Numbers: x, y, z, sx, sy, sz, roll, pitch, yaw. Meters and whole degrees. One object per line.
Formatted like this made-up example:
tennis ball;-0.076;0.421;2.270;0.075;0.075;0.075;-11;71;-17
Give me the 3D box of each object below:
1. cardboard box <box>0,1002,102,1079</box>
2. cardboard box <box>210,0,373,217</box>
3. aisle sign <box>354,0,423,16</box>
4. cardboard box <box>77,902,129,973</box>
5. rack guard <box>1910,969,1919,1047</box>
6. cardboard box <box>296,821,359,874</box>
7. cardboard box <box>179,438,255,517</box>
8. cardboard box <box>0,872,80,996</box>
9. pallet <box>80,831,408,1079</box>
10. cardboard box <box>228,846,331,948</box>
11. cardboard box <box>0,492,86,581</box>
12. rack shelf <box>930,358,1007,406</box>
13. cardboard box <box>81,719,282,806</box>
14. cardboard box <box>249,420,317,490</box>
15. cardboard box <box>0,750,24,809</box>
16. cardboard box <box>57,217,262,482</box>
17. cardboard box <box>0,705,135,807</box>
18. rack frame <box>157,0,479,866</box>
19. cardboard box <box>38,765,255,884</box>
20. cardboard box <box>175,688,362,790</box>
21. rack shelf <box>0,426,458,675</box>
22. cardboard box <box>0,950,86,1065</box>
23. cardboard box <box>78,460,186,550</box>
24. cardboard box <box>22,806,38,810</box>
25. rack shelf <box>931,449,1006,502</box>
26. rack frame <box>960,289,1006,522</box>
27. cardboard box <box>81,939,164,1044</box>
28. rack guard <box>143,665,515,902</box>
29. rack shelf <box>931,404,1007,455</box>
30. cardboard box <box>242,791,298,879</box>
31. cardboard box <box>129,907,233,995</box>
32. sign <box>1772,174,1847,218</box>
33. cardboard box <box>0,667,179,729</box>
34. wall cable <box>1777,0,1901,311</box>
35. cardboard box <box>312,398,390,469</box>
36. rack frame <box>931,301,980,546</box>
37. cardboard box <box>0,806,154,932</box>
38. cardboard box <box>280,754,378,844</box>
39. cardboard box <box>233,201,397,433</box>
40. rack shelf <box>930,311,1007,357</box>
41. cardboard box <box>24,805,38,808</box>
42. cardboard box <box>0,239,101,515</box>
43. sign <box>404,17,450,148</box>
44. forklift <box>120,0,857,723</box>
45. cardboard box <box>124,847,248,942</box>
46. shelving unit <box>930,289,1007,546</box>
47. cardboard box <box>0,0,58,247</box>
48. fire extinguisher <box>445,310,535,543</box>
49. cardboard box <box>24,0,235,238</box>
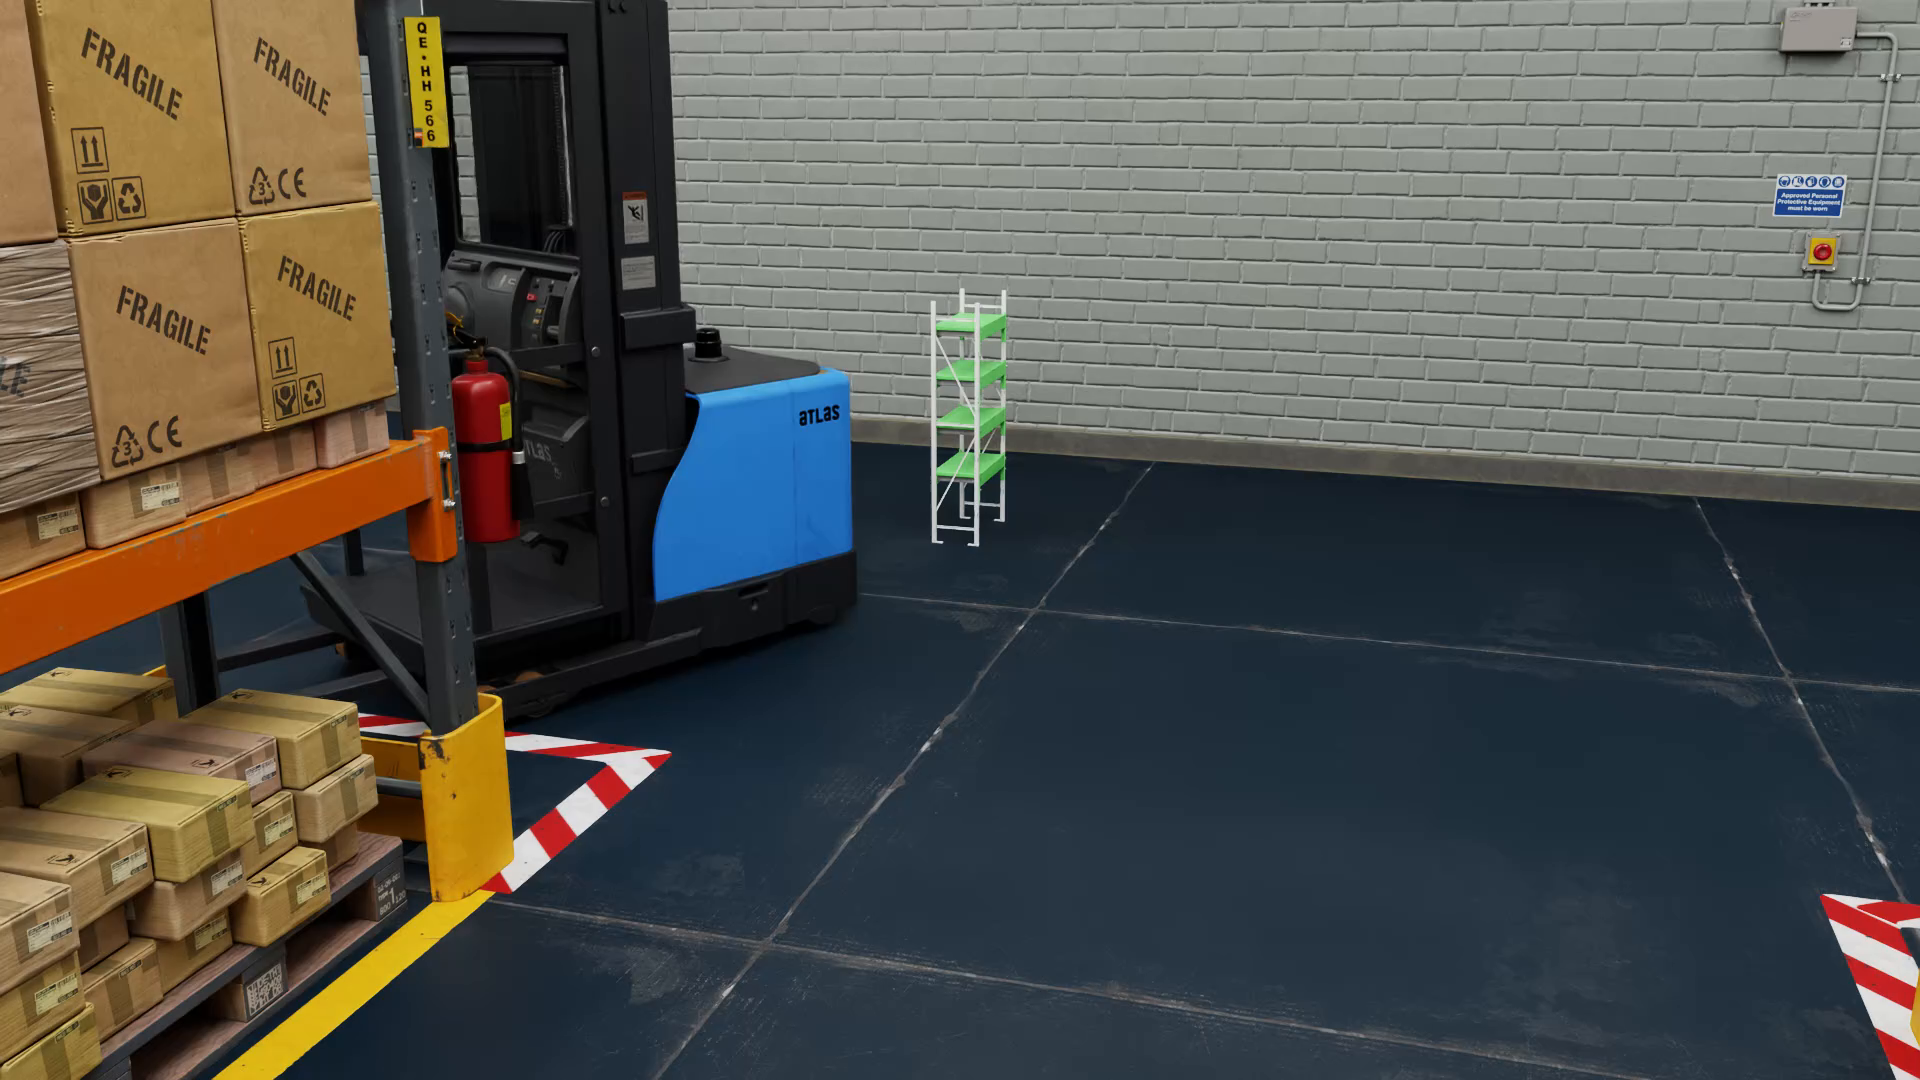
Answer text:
cardboard box;-2.058;1.076;3.494;0.380;0.149;0.250;4;16;13
cardboard box;-1.797;-1.056;3.993;0.500;0.500;0.500;4;16;15
aisle sign;-1.597;-1.769;4.304;0.394;0.787;0.004;5;16;16
cardboard box;-2.102;0.863;3.701;0.380;0.149;0.250;4;16;15
rack guard;2.876;1.031;3.777;1.175;0.500;0.348;5;16;16
cardboard box;-1.855;0.801;4.463;0.380;0.149;0.250;5;17;17
cardboard box;-1.890;-0.165;3.876;0.380;0.149;0.250;4;16;15
cardboard box;-2.048;0.795;3.393;0.380;0.149;0.250;5;17;18
pallet;-2.191;1.049;4.245;1.003;0.211;1.213;5;16;16
cardboard box;-1.831;0.876;4.198;0.380;0.149;0.250;5;17;18
cardboard box;-2.043;-0.030;3.399;0.380;0.149;0.250;4;16;13
rack shelf;0.047;-0.790;8.270;0.258;0.148;0.480;5;16;16
cardboard box;-1.939;0.580;4.151;0.380;0.149;0.250;5;17;17
cardboard box;-1.833;-0.232;4.111;0.380;0.149;0.250;5;16;16
cardboard box;-2.537;0.609;4.050;0.380;0.149;0.250;5;16;16
cardboard box;-1.937;-0.442;3.661;0.500;0.500;0.500;4;16;15
cardboard box;-2.343;0.553;4.247;0.380;0.149;0.250;5;17;17
rack frame;-1.905;-0.522;4.674;1.000;3.000;0.127;5;16;16
cardboard box;-1.891;0.658;3.877;0.380;0.149;0.250;4;16;15
cardboard box;-1.813;0.519;4.367;0.380;0.149;0.250;5;17;17
rack shelf;-2.473;0.347;2.927;1.077;0.370;4.000;5;16;16
cardboard box;-2.062;0.937;3.439;0.380;0.149;0.250;5;17;17
cardboard box;-1.940;-0.097;3.634;0.380;0.149;0.250;5;17;17
cardboard box;-2.417;0.759;4.065;0.380;0.149;0.250;5;17;17
rack shelf;0.047;-0.328;8.401;0.258;0.148;0.480;5;16;16
rack frame;0.116;-0.684;8.543;0.240;1.200;0.015;5;16;16
cardboard box;-2.046;1.004;3.747;0.380;0.149;0.250;5;17;16
rack guard;-1.927;0.700;4.945;1.175;0.500;0.348;5;16;16
rack shelf;0.047;-0.559;8.336;0.258;0.148;0.480;5;16;16
cardboard box;-1.907;0.728;4.174;0.380;0.149;0.250;4;16;15
cardboard box;-1.988;0.939;3.978;0.380;0.149;0.250;5;16;16
sign;4.421;-1.792;8.654;0.327;0.218;0.001;5;16;16
cardboard box;-2.380;0.472;4.534;0.380;0.149;0.250;4;16;13
wall cable;4.450;-2.146;8.478;0.585;1.953;0.123;5;16;16
cardboard box;-1.727;-0.294;4.330;0.380;0.149;0.250;5;16;16
rack frame;-0.022;-0.557;8.093;0.240;1.200;0.015;5;16;16
cardboard box;-2.025;0.721;3.656;0.380;0.149;0.250;4;16;14
cardboard box;-1.781;0.664;4.400;0.380;0.149;0.250;4;16;14
cardboard box;-1.786;-0.576;4.135;0.500;0.500;0.500;5;17;17
rack shelf;0.047;-1.021;8.205;0.258;0.148;0.480;5;16;16
cardboard box;-2.432;0.688;4.315;0.380;0.149;0.250;5;16;16
cardboard box;-2.072;-0.308;3.191;0.500;0.500;0.500;5;16;16
sign;-1.379;-1.183;4.303;0.100;0.325;0.005;5;16;16
forklift;-1.841;-0.885;6.077;3.031;2.935;1.130;-15;22;-43
cardboard box;-1.927;0.800;3.920;0.380;0.149;0.250;4;16;14
shelving unit;0.047;-0.621;8.318;0.258;1.200;0.503;5;16;16
cardboard box;-2.080;-0.786;3.044;0.500;0.500;0.500;6;17;19
fire extinguisher;-1.391;-0.336;4.841;0.296;0.674;0.183;5;16;16
cardboard box;-1.941;-0.923;3.526;0.500;0.500;0.500;4;16;14
